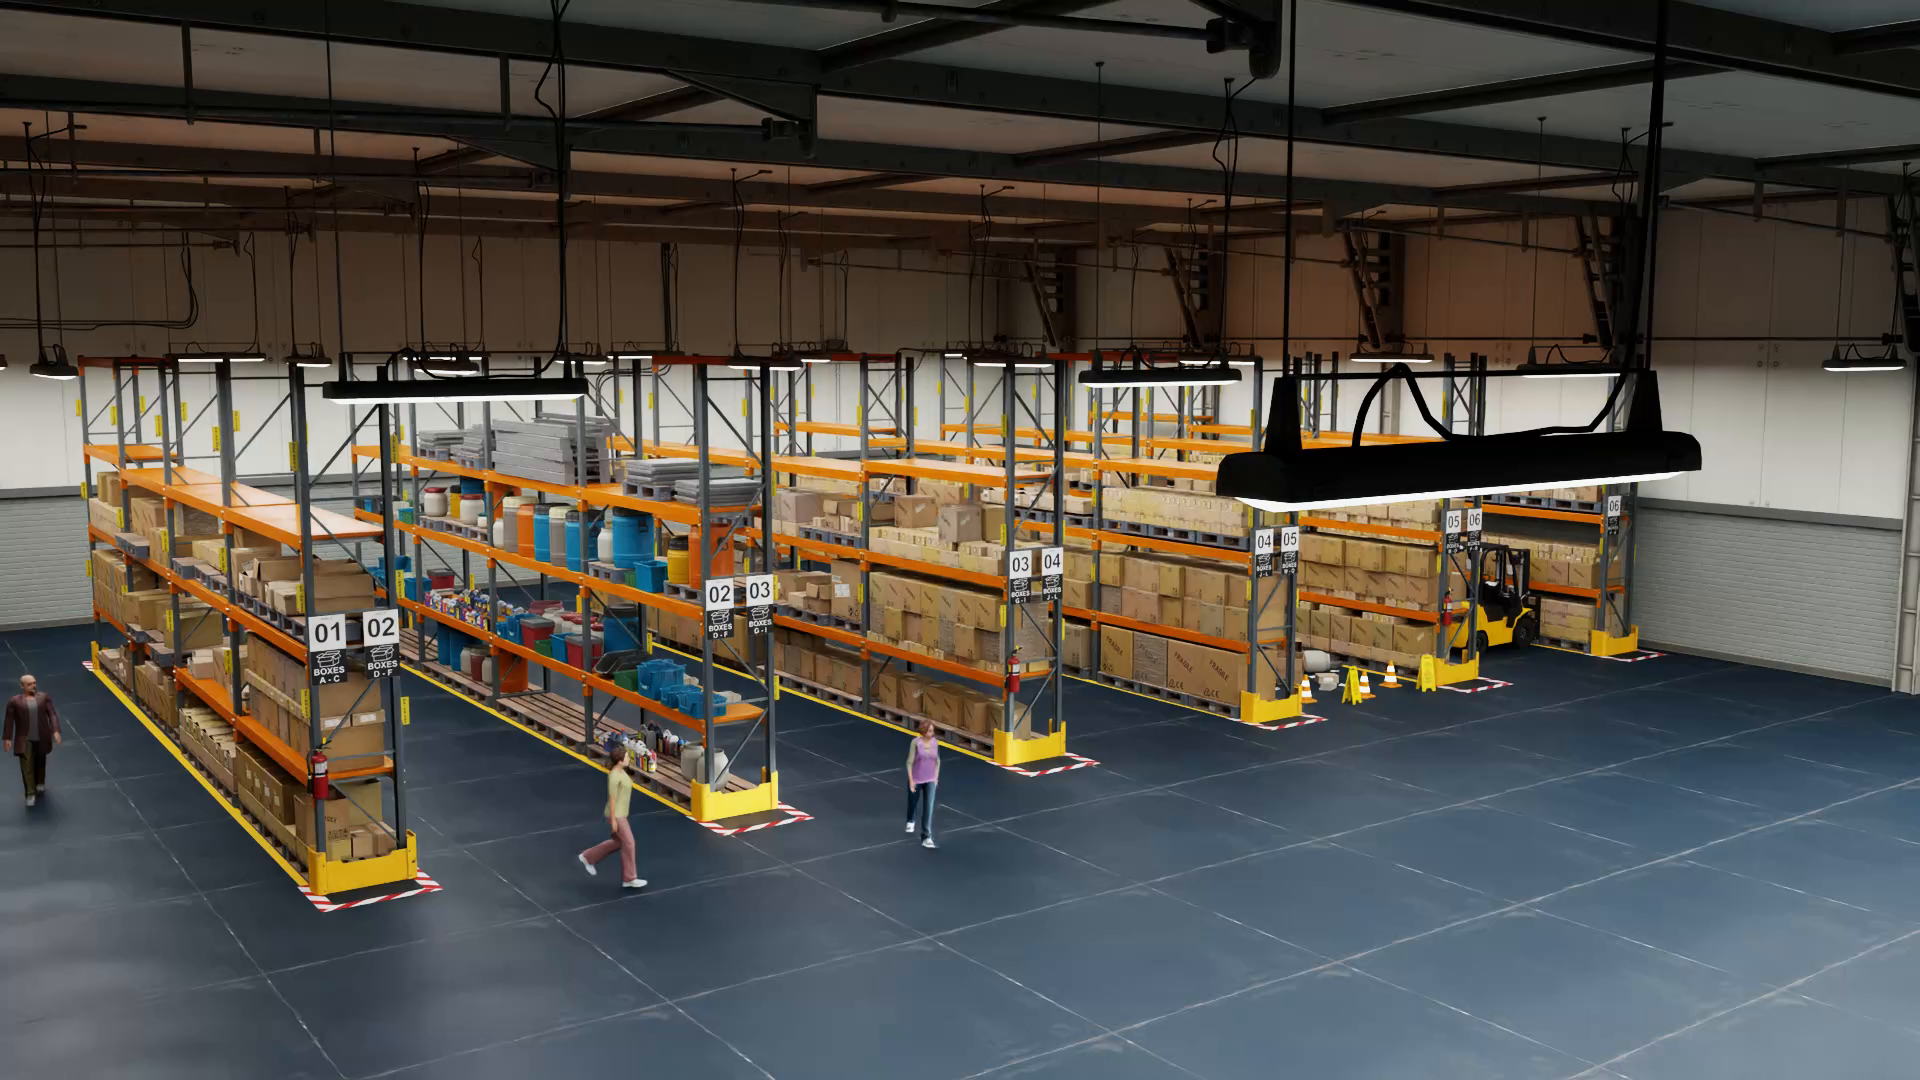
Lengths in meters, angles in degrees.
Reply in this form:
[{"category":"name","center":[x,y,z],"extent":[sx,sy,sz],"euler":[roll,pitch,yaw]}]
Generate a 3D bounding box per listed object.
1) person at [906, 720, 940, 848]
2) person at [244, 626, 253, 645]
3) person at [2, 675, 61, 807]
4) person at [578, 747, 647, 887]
[{"category":"person","center":[-0.451,3.030,20.922],"extent":[0.496,1.548,0.874],"euler":[-3,7,-22]},{"category":"person","center":[-13.073,1.745,30.713],"extent":[0.623,1.757,0.671],"euler":[-4,8,-30]},{"category":"person","center":[-12.698,2.697,22.753],"extent":[0.710,1.711,1.129],"euler":[-4,8,-32]},{"category":"person","center":[-4.032,3.186,19.233],"extent":[0.854,1.637,0.453],"euler":[1,7,5]}]
